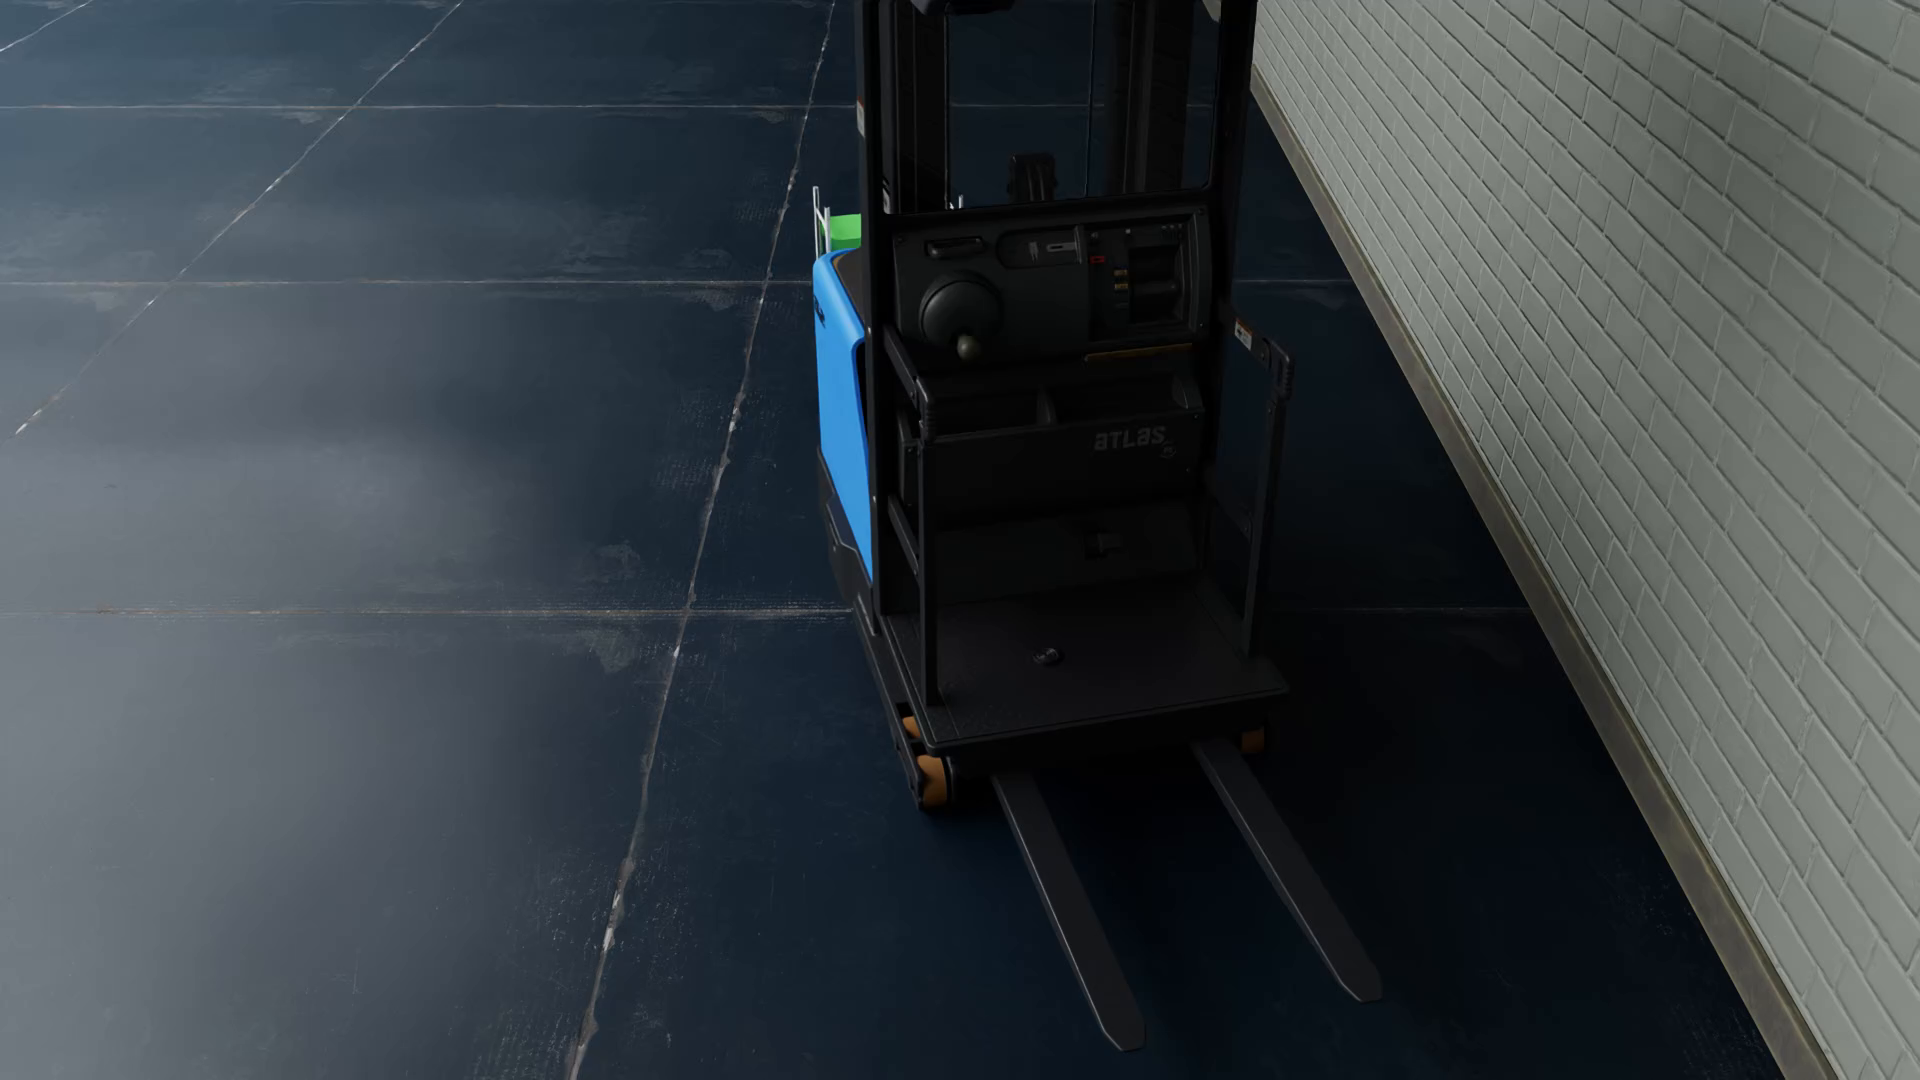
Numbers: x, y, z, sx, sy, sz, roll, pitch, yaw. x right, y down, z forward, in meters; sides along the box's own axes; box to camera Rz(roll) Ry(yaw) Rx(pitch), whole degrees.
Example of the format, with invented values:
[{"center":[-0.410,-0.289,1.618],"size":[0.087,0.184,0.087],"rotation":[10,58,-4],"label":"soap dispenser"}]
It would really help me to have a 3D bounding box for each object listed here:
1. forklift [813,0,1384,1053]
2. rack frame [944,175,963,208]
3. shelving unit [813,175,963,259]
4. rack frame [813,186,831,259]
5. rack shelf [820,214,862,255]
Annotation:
[{"center":[0.325,-0.678,4.541],"size":[1.130,2.935,3.031],"rotation":[-8,32,-12],"label":"forklift"},{"center":[-0.026,-0.780,6.379],"size":[0.015,1.200,0.240],"rotation":[-8,32,-13],"label":"rack frame"},{"center":[-0.262,-0.748,6.326],"size":[0.503,1.200,0.258],"rotation":[-8,32,-13],"label":"shelving unit"},{"center":[-0.498,-0.716,6.273],"size":[0.015,1.200,0.240],"rotation":[-8,32,-13],"label":"rack frame"},{"center":[-0.262,-1.104,6.110],"size":[0.480,0.148,0.258],"rotation":[-8,32,-13],"label":"rack shelf"}]
